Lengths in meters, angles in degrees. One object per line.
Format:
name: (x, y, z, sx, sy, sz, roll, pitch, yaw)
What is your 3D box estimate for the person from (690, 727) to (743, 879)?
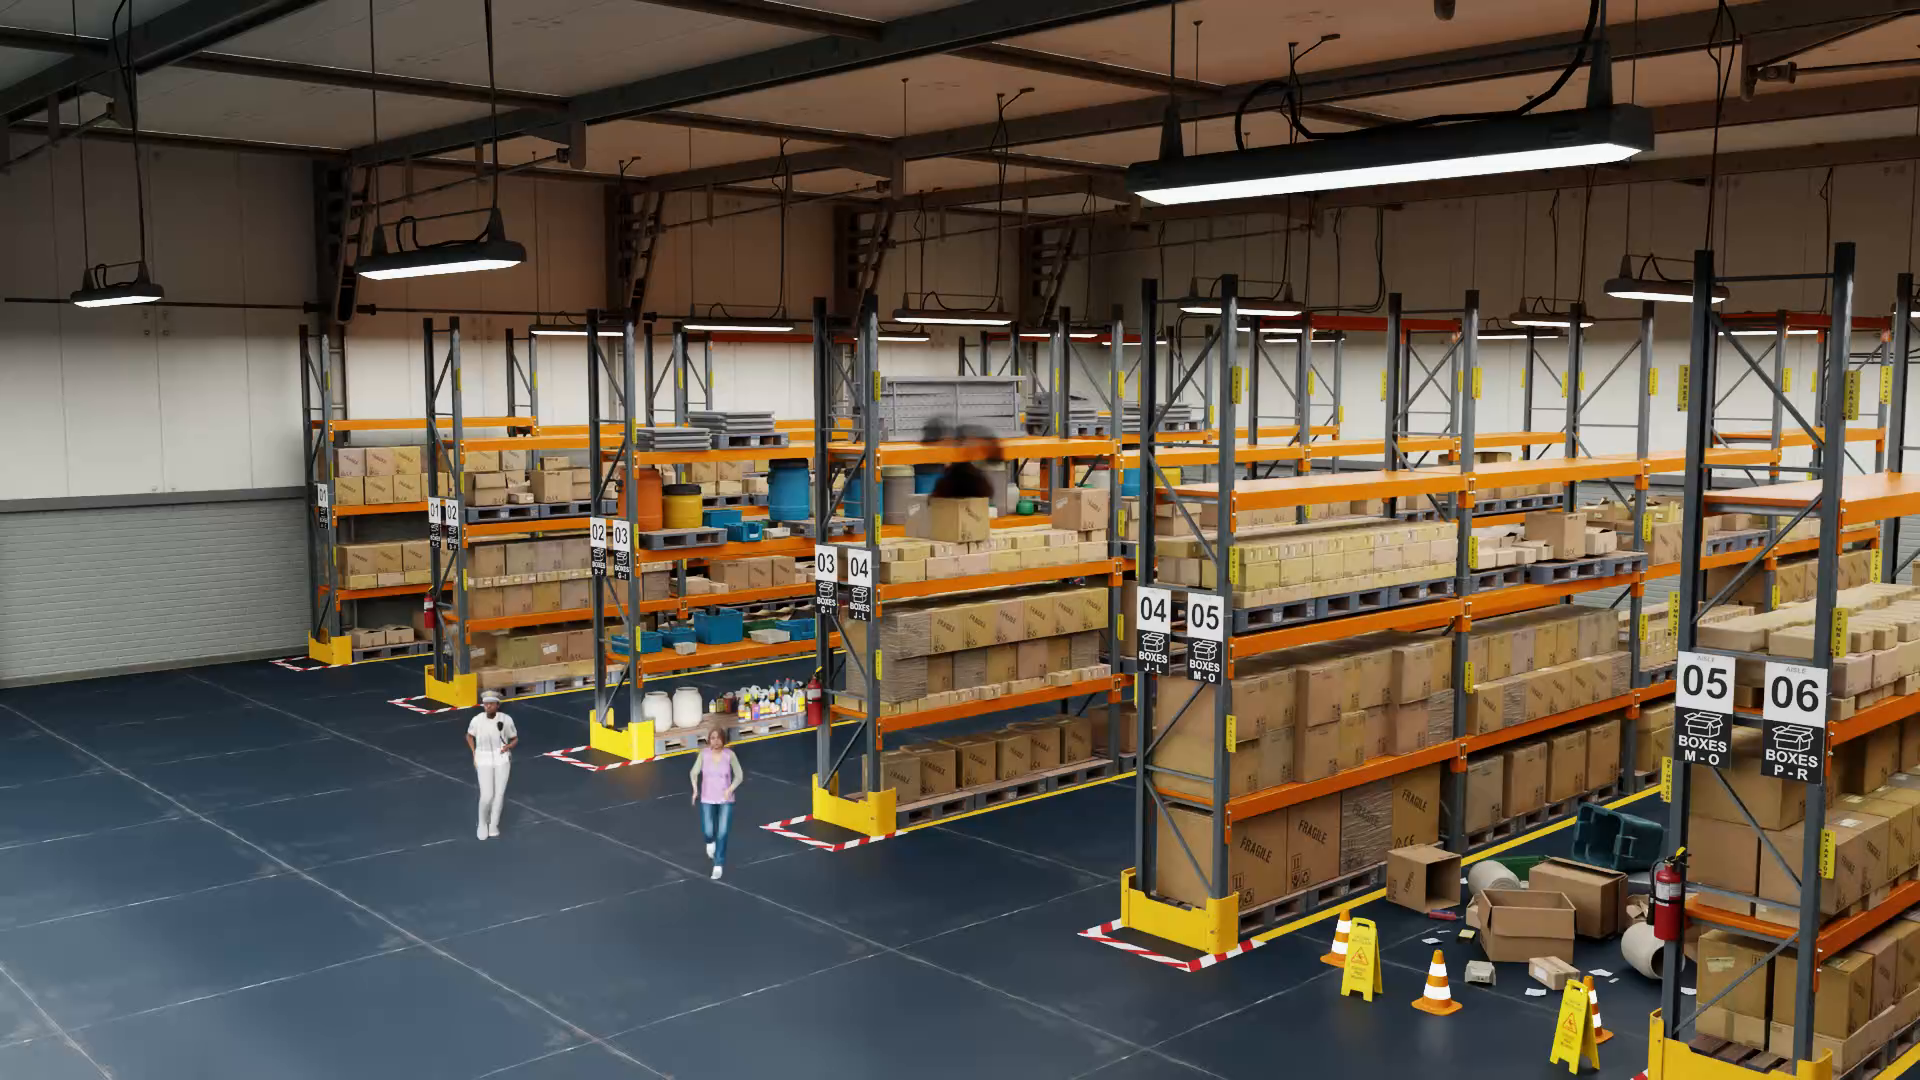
person: (-2.498, 2.733, 17.085, 0.549, 1.471, 0.547, 0, 6, -5)

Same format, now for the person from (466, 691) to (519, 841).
person: (-5.141, 2.486, 18.328, 0.553, 1.691, 0.637, -2, 6, -17)

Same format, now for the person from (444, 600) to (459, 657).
person: (-8.352, 1.493, 27.788, 0.671, 1.744, 0.596, 5, 8, 40)
